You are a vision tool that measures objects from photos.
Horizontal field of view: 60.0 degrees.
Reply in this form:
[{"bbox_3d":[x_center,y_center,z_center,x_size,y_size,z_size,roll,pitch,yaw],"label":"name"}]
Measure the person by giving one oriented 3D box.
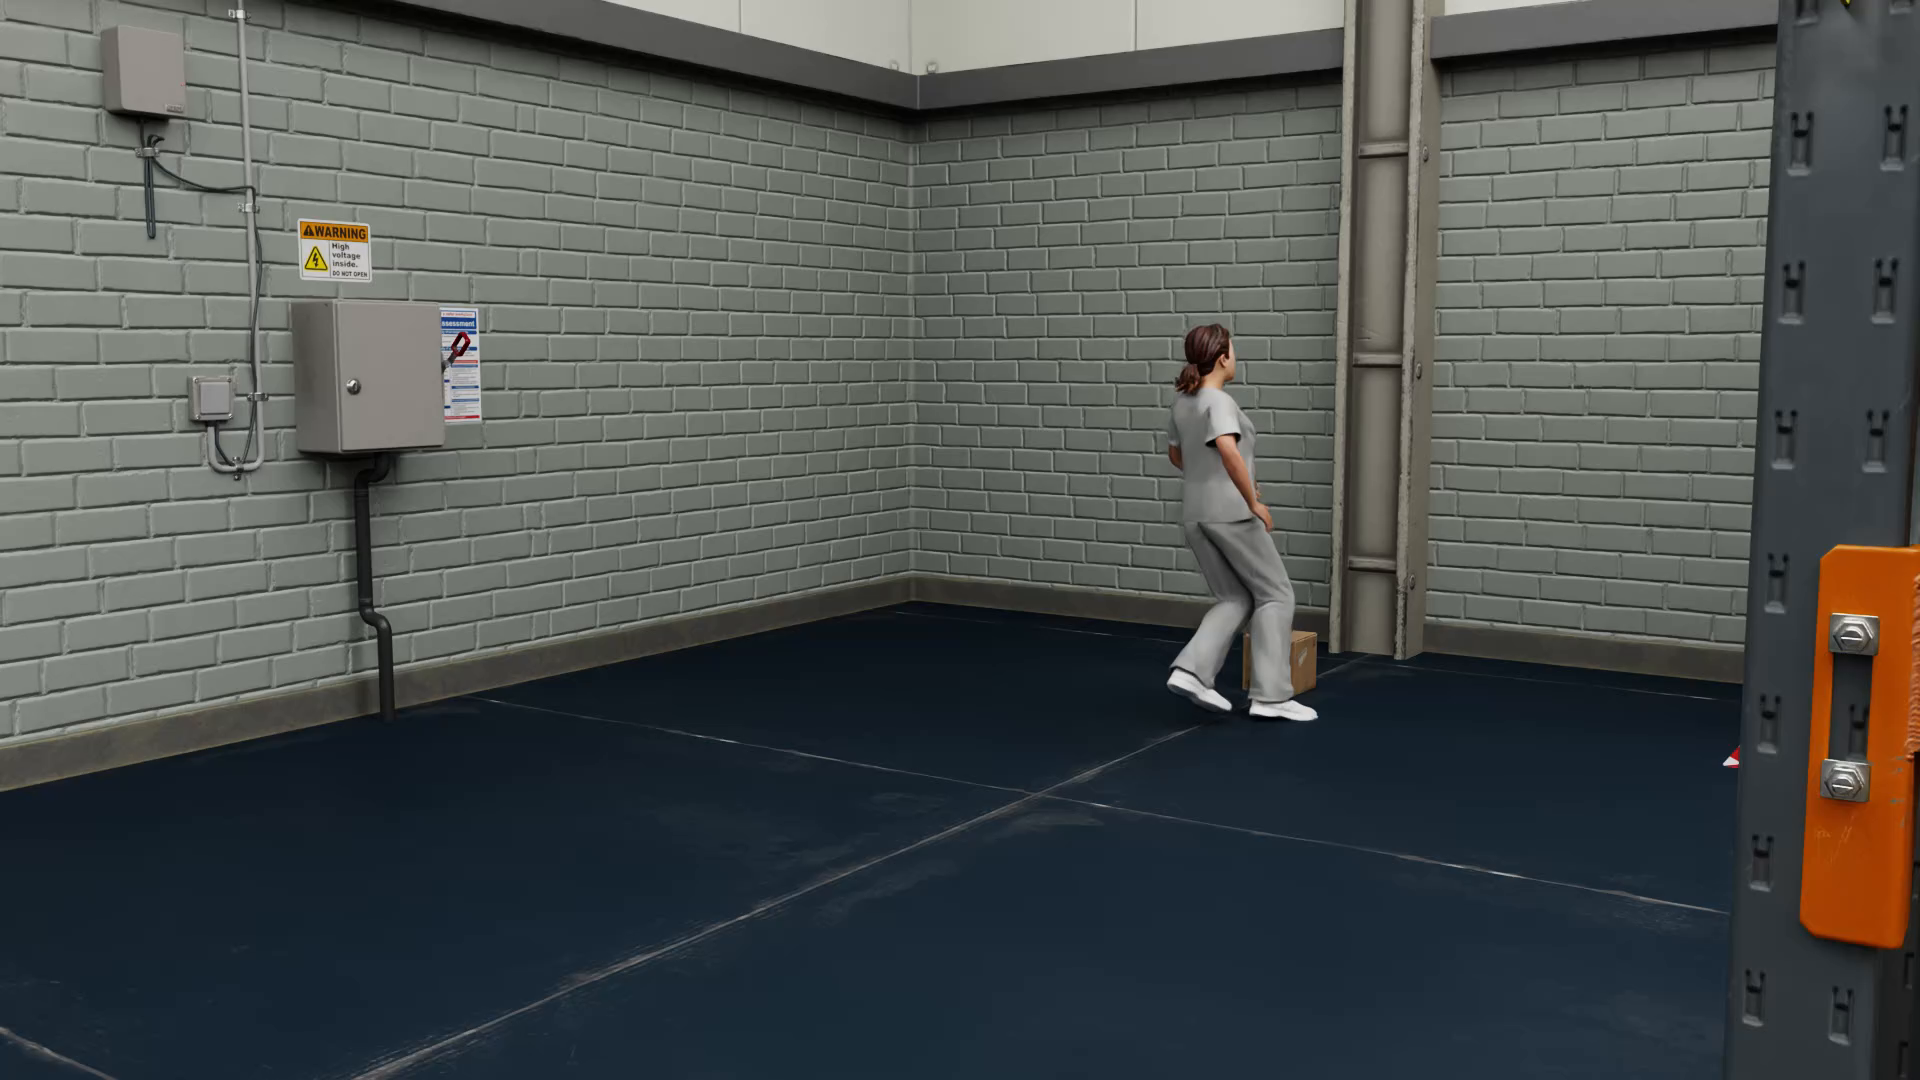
[{"bbox_3d":[1.100,-0.065,6.882,0.676,1.647,0.618,-3,7,-25],"label":"person"}]
